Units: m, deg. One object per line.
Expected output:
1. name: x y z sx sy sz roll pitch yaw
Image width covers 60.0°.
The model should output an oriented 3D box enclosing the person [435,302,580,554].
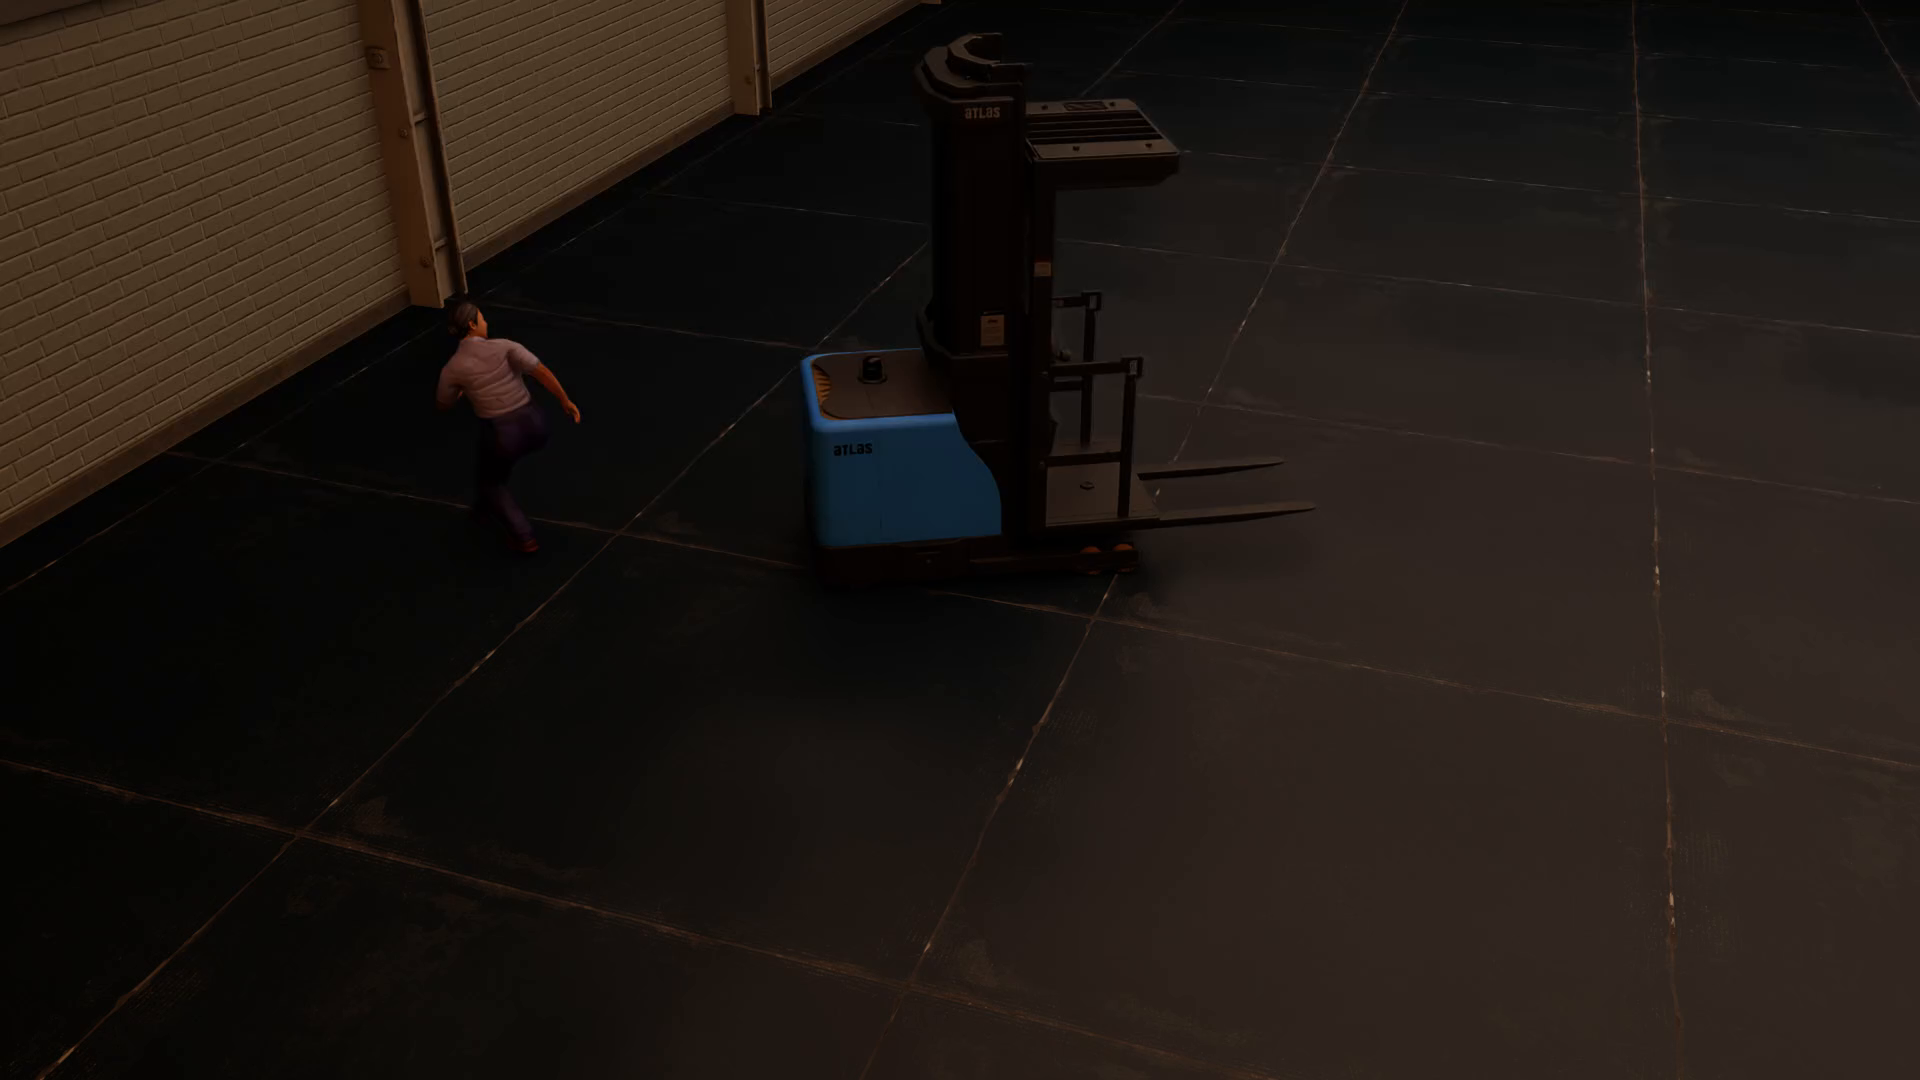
1. person: -2.712 -0.722 9.861 0.714 1.504 0.747 -21 36 -32

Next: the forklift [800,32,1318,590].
1. forklift: 0.603 -1.321 9.453 3.031 2.935 1.130 -5 30 -8
